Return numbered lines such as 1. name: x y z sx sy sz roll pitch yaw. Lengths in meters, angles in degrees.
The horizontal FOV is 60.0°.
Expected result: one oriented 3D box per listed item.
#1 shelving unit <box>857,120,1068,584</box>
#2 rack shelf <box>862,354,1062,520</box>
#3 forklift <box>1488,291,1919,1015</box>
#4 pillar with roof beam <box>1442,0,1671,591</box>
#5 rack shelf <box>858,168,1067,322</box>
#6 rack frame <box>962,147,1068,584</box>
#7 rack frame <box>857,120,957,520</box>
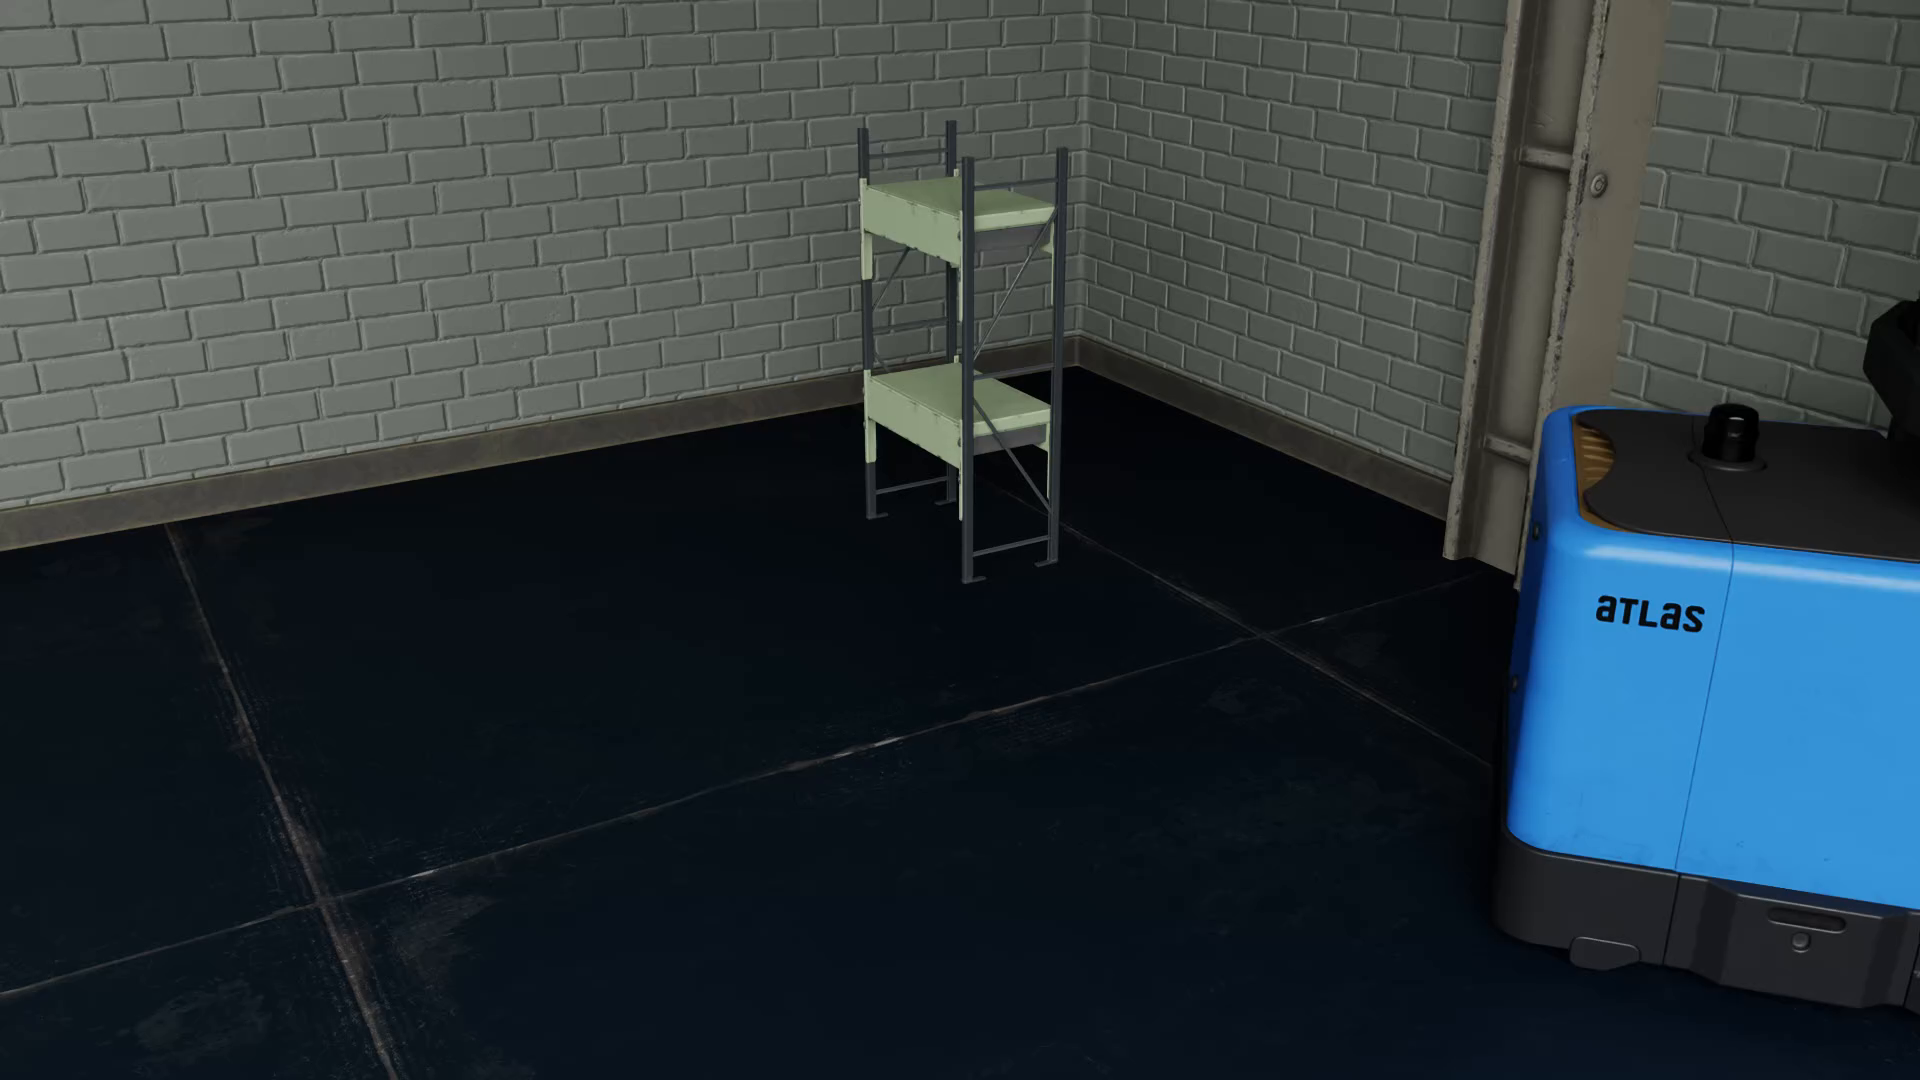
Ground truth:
1. shelving unit: -0.003 -0.697 6.034 0.431 1.500 0.755 -13 25 -28
2. rack shelf: -0.003 -0.395 6.157 0.431 0.370 0.720 -13 25 -28
3. forklift: 2.827 -0.390 3.378 3.031 2.935 1.130 7 23 16
4. pillar with roof beam: -1.682 -3.249 2.354 9.100 9.000 0.400 -13 25 -28
5. rack shelf: -0.003 -1.058 5.887 0.431 0.370 0.720 -13 25 -28
6. rack frame: 0.184 -0.578 5.743 0.400 1.500 0.023 -13 25 -28
7. rack frame: -0.190 -0.815 6.326 0.400 1.500 0.023 -13 25 -28
